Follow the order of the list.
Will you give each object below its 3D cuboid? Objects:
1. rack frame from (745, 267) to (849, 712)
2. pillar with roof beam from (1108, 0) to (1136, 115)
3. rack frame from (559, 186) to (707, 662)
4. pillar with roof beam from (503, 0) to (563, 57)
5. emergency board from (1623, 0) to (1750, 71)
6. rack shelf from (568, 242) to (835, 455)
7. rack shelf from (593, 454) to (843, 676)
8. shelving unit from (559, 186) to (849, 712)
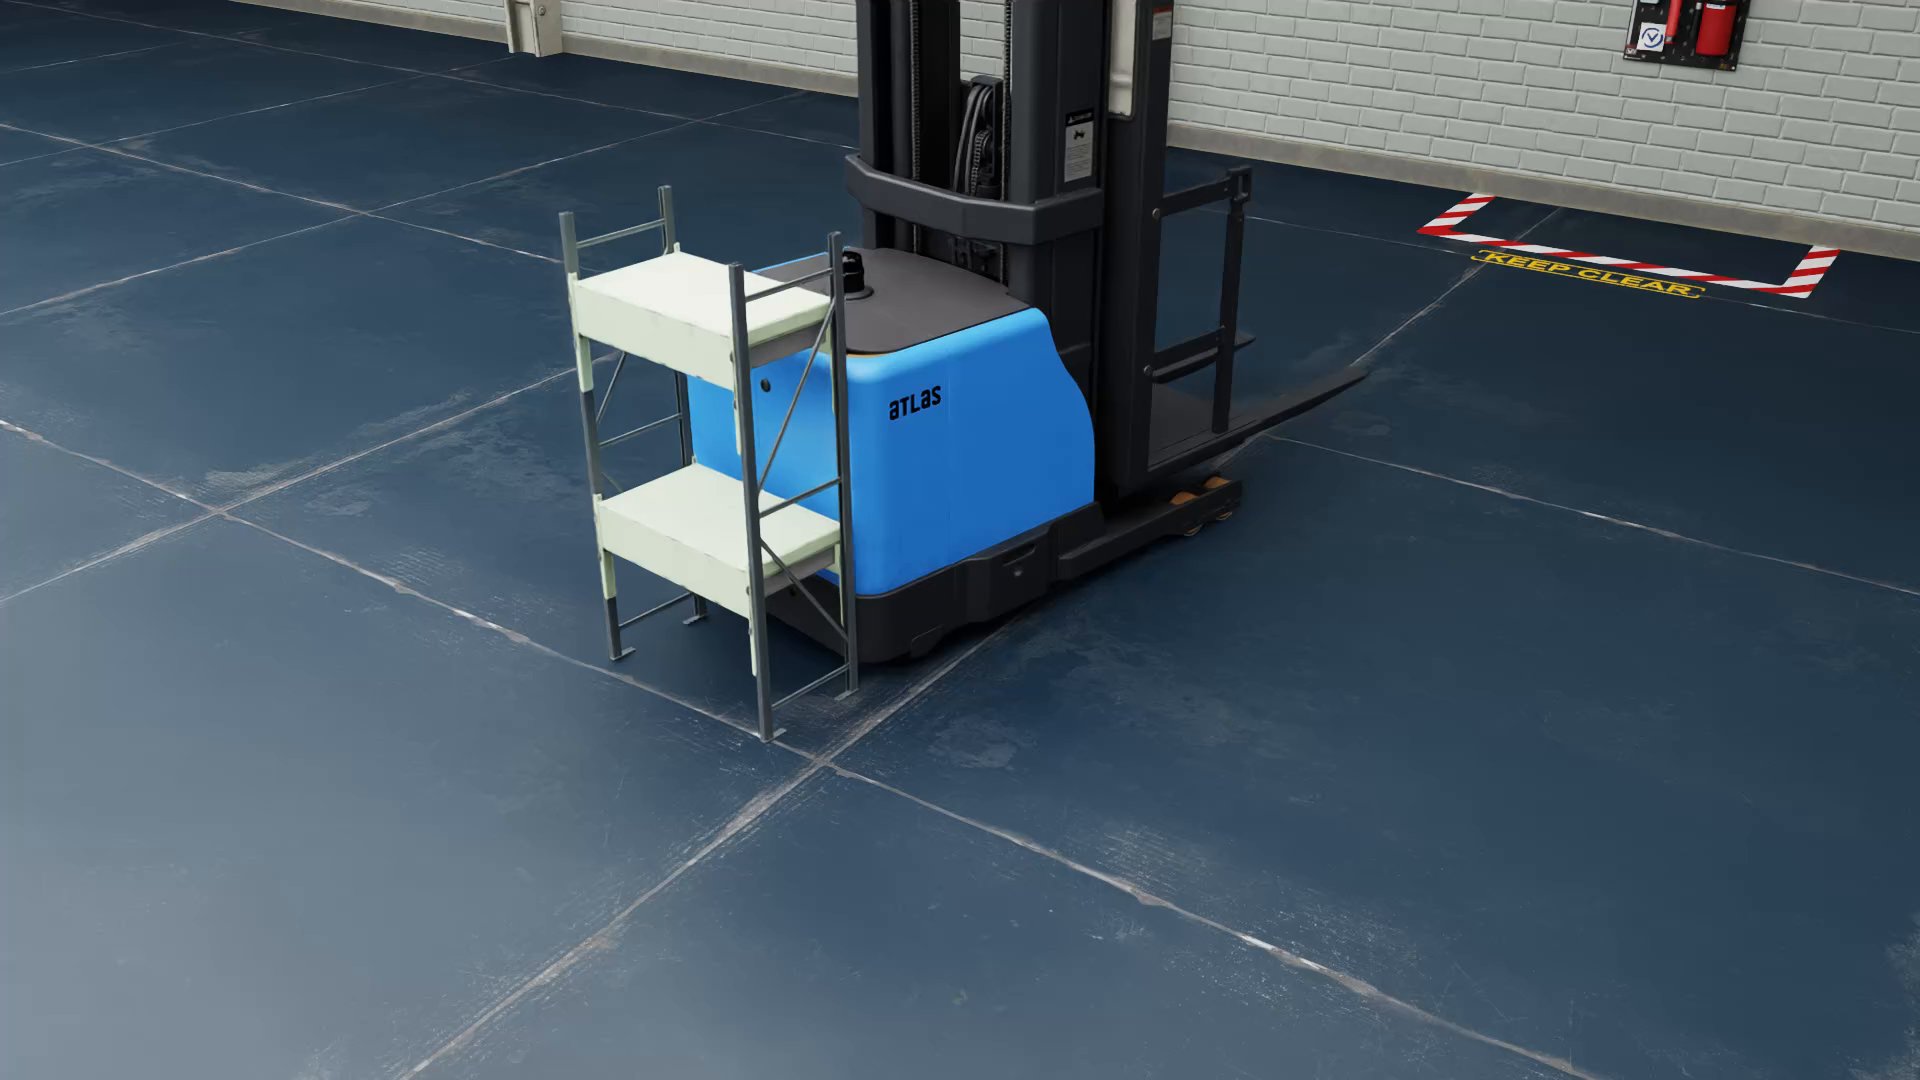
[{"bbox_3d":[-0.467,-0.119,4.828,0.010,1.308,0.380,22,34,36],"label":"rack frame"},{"bbox_3d":[-1.246,-5.196,6.538,0.400,9.000,9.100,17,32,30],"label":"pillar with roof beam"},{"bbox_3d":[-1.014,-0.339,5.261,0.023,1.500,0.400,22,34,36],"label":"rack frame"},{"bbox_3d":[-6.192,-6.736,9.565,0.400,9.000,9.100,17,32,30],"label":"pillar with roof beam"},{"bbox_3d":[4.122,-3.239,9.308,0.643,1.169,0.194,17,32,30],"label":"emergency board"},{"bbox_3d":[-0.741,-0.577,4.867,0.720,0.370,0.431,22,34,36],"label":"rack shelf"},{"bbox_3d":[-0.739,0.061,5.194,0.720,0.370,0.431,22,34,36],"label":"rack shelf"},{"bbox_3d":[-0.743,-0.230,5.047,0.748,1.500,0.431,22,34,36],"label":"shelving unit"}]
